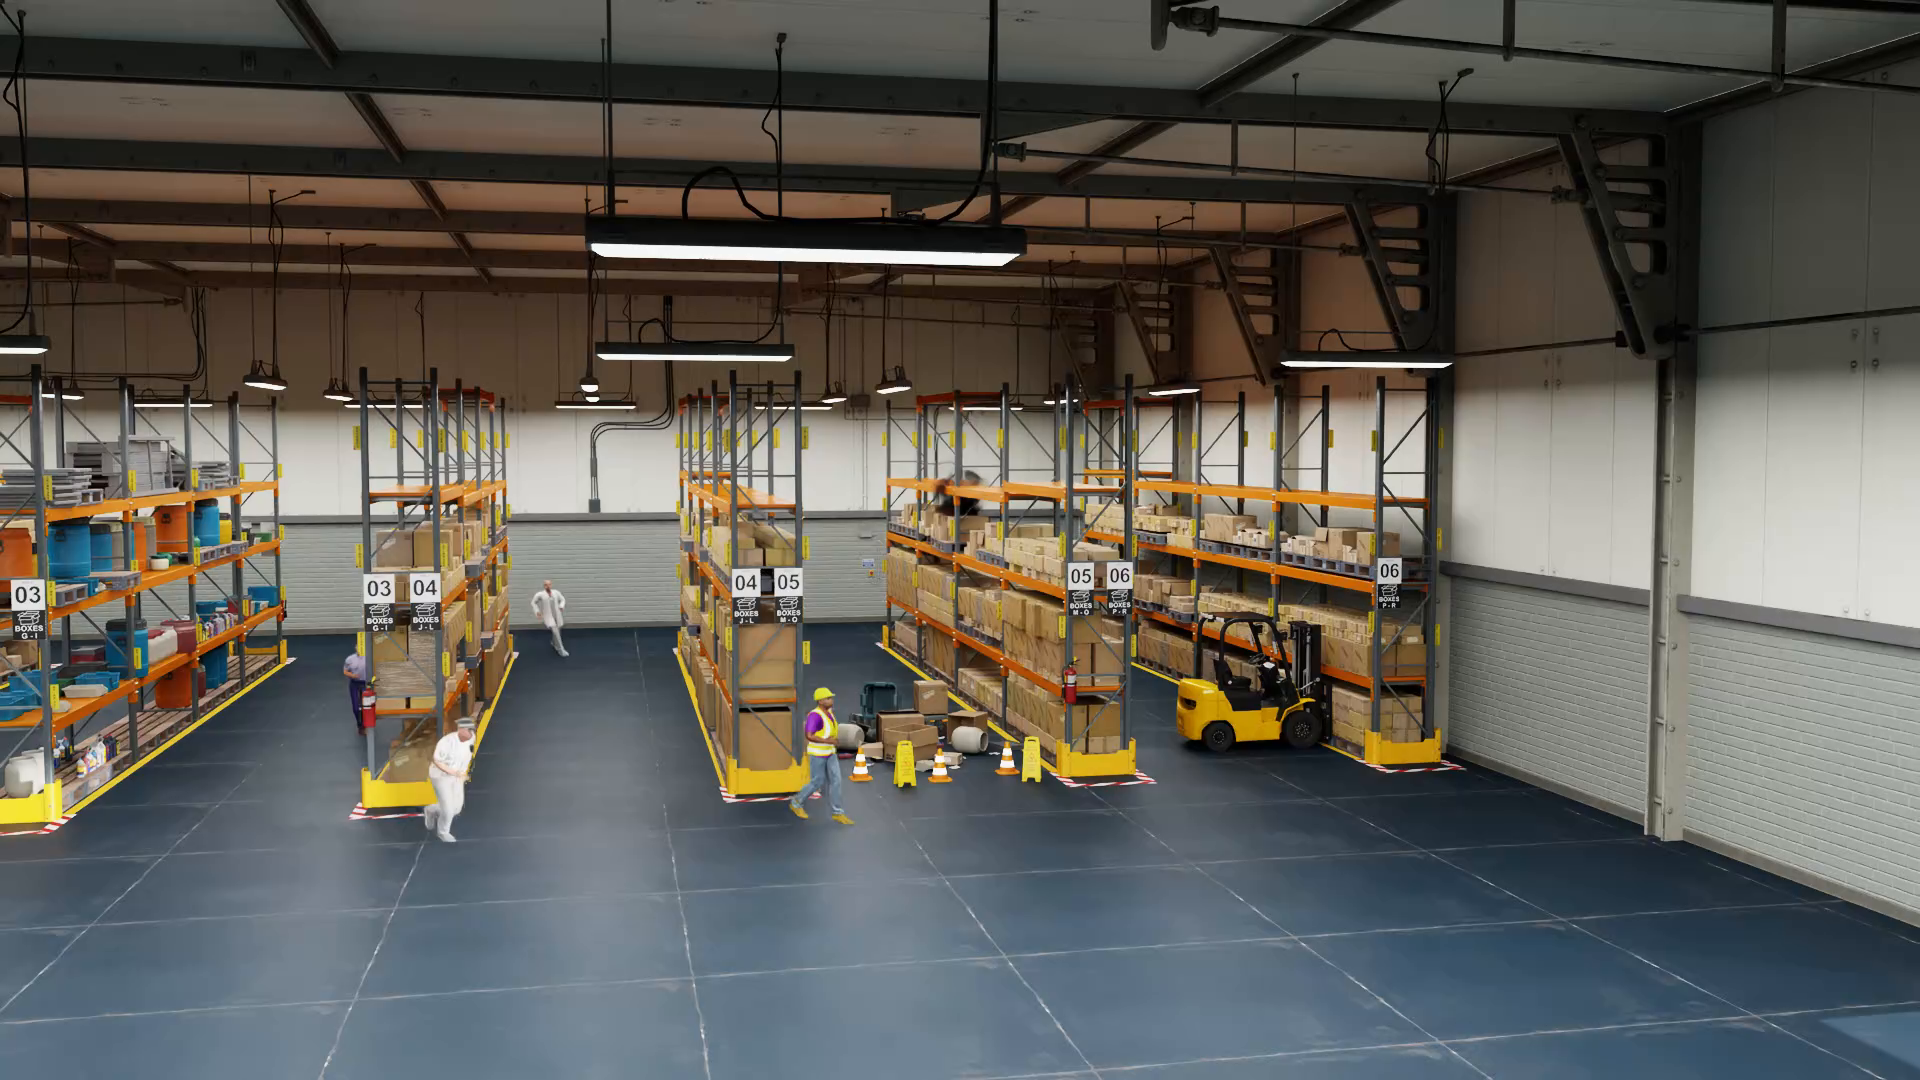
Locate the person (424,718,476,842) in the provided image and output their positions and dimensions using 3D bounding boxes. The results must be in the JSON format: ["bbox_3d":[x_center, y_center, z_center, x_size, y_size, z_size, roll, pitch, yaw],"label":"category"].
[{"bbox_3d":[-6.385,2.988,20.834,0.885,1.598,0.673,2,4,30],"label":"person"}]

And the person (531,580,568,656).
[{"bbox_3d":[-9.528,1.810,38.745,0.770,1.739,1.048,-3,4,-37],"label":"person"}]

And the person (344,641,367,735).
[{"bbox_3d":[-10.133,2.518,28.174,0.579,1.607,0.643,-1,3,-13],"label":"person"}]

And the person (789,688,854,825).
[{"bbox_3d":[-1.826,2.820,21.738,0.894,1.789,0.688,2,4,26],"label":"person"}]
